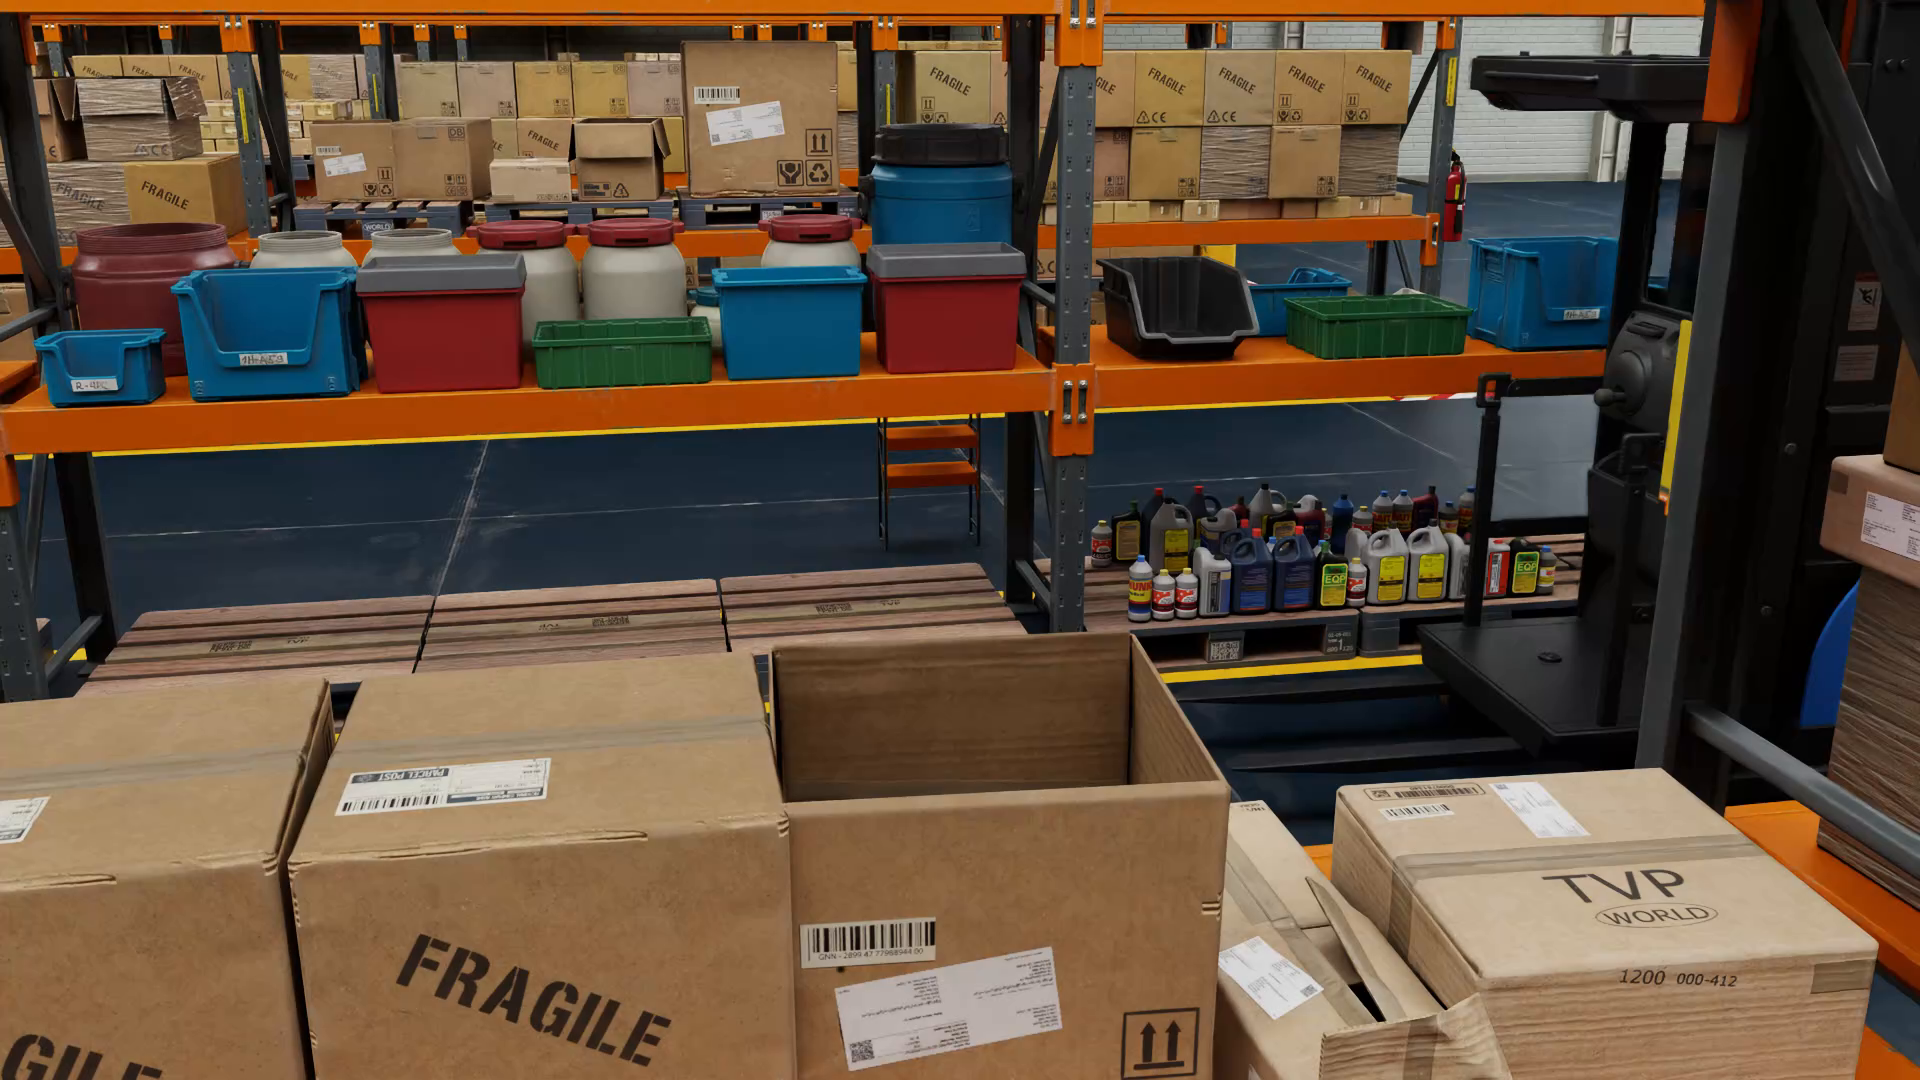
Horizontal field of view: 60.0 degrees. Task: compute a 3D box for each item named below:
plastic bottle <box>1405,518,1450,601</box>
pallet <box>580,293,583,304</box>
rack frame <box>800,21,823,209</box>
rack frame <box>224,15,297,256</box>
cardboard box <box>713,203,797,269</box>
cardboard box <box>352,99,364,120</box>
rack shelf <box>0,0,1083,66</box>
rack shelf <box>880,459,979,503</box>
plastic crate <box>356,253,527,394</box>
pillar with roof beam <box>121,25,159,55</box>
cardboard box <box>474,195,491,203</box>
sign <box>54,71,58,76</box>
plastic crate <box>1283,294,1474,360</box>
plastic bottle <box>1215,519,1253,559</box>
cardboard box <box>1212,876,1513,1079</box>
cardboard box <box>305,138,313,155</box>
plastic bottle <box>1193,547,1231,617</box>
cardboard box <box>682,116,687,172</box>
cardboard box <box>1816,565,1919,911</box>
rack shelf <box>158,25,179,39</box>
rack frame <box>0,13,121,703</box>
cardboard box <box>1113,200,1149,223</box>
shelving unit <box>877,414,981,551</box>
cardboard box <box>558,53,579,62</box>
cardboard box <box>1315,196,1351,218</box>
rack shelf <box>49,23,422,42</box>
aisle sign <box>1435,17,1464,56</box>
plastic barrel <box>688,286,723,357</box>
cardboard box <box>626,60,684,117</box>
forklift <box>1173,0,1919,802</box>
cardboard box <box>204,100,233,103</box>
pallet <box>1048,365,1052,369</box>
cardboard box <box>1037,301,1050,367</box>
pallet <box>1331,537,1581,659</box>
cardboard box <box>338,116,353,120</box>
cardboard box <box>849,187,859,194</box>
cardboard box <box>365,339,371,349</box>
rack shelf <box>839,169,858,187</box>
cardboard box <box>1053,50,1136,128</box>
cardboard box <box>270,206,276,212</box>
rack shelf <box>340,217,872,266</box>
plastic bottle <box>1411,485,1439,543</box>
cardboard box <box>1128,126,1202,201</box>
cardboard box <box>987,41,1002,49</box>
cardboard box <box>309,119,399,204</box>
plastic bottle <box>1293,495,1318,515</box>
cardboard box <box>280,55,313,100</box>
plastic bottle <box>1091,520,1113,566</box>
[{"bbox_3d":[2.015,0.080,7.205,0.185,0.351,0.144,-3,17,-8],"label":"plastic bottle"},{"bbox_3d":[-3.366,-2.403,16.275,1.213,0.211,1.003,-3,17,-10],"label":"pallet"},{"bbox_3d":[-1.423,-3.869,16.301,0.127,3.000,1.000,-3,17,-10],"label":"rack frame"},{"bbox_3d":[-4.509,-2.211,10.902,0.127,3.000,1.000,-3,17,-10],"label":"rack frame"},{"bbox_3d":[-2.015,-2.934,16.373,0.750,0.750,1.050,-3,17,-11],"label":"cardboard box"},{"bbox_3d":[-7.319,-5.105,19.729,0.500,0.250,0.500,-4,17,-12],"label":"cardboard box"},{"bbox_3d":[-1.605,-1.985,6.281,4.000,0.370,1.077,-3,17,-10],"label":"rack shelf"},{"bbox_3d":[-0.163,-0.310,8.684,0.480,0.148,0.258,-3,17,-10],"label":"rack shelf"},{"bbox_3d":[-1.924,-0.816,6.250,0.583,0.464,0.402,-3,17,-10],"label":"plastic crate"},{"bbox_3d":[-11.299,-8.124,19.934,0.400,9.000,9.100,-3,17,-10],"label":"pillar with roof beam"},{"bbox_3d":[-5.832,-4.041,20.621,0.625,0.372,0.950,-4,18,-14],"label":"cardboard box"},{"bbox_3d":[-10.209,-5.137,18.819,0.005,0.325,0.100,-3,17,-10],"label":"sign"},{"bbox_3d":[1.745,-0.899,6.991,0.662,0.188,0.450,-3,17,-10],"label":"plastic crate"},{"bbox_3d":[1.202,0.083,7.195,0.185,0.351,0.144,-3,17,-10],"label":"plastic bottle"},{"bbox_3d":[0.466,0.588,2.017,0.258,0.266,0.396,-4,17,-12],"label":"cardboard box"},{"bbox_3d":[-5.747,-3.567,15.030,0.250,0.149,0.380,-3,17,-10],"label":"cardboard box"},{"bbox_3d":[1.067,0.168,7.045,0.135,0.276,0.152,-3,17,-8],"label":"plastic bottle"},{"bbox_3d":[-2.381,-3.783,15.849,0.500,0.500,0.500,-3,17,-11],"label":"cardboard box"},{"bbox_3d":[1.729,0.348,2.401,0.500,0.500,0.700,-4,17,-12],"label":"cardboard box"},{"bbox_3d":[-13.225,-7.255,23.438,4.000,0.370,1.077,-3,17,-10],"label":"rack shelf"},{"bbox_3d":[-3.569,-0.783,6.253,0.127,3.000,1.000,-3,17,-10],"label":"rack frame"},{"bbox_3d":[1.157,-2.327,11.706,0.250,0.149,0.380,-3,17,-10],"label":"cardboard box"},{"bbox_3d":[-0.163,-0.564,8.606,0.503,1.200,0.258,-3,17,-10],"label":"shelving unit"},{"bbox_3d":[-4.836,-5.941,20.549,0.250,0.149,0.380,-4,18,-13],"label":"cardboard box"},{"bbox_3d":[2.624,-2.419,12.006,0.250,0.149,0.380,-3,17,-10],"label":"cardboard box"},{"bbox_3d":[-8.352,-6.047,19.506,4.000,0.370,1.077,-3,17,-10],"label":"rack shelf"},{"bbox_3d":[3.464,-3.816,11.701,0.004,0.787,0.394,-3,17,-10],"label":"aisle sign"},{"bbox_3d":[-0.970,-0.911,6.903,0.301,0.262,0.301,0,17,0],"label":"plastic barrel"},{"bbox_3d":[-2.910,-4.309,15.858,0.500,0.500,0.700,-3,17,-10],"label":"cardboard box"},{"bbox_3d":[2.341,-0.593,5.750,3.031,2.935,1.130,-3,17,-9],"label":"forklift"},{"bbox_3d":[-6.871,-3.983,15.372,0.250,0.149,0.380,-2,17,-8],"label":"cardboard box"},{"bbox_3d":[1.272,-1.218,12.416,1.213,0.211,1.003,-3,17,-10],"label":"pallet"},{"bbox_3d":[0.380,-1.485,12.079,0.500,0.500,0.500,2,17,7],"label":"cardboard box"},{"bbox_3d":[2.226,0.232,7.695,1.213,0.211,1.003,-3,17,-10],"label":"pallet"},{"bbox_3d":[-5.863,-3.900,15.608,0.250,0.149,0.380,-2,17,-8],"label":"cardboard box"},{"bbox_3d":[-0.792,-3.069,16.600,0.875,0.875,0.875,-3,17,-10],"label":"cardboard box"},{"bbox_3d":[-3.854,-1.270,11.345,0.500,0.500,0.700,-4,18,-13],"label":"cardboard box"},{"bbox_3d":[0.541,-3.637,16.769,4.000,0.370,1.077,-3,17,-10],"label":"rack shelf"},{"bbox_3d":[0.891,-3.110,11.448,0.500,0.500,0.500,-3,17,-10],"label":"cardboard box"},{"bbox_3d":[-6.571,-3.014,15.781,0.500,0.250,0.500,-3,17,-11],"label":"cardboard box"},{"bbox_3d":[-2.545,-1.979,11.370,4.000,0.370,1.077,-3,17,-10],"label":"rack shelf"},{"bbox_3d":[2.221,-0.122,7.978,0.133,0.283,0.061,-3,17,-10],"label":"plastic bottle"},{"bbox_3d":[1.341,-2.722,11.887,0.500,0.500,0.875,-3,17,-10],"label":"cardboard box"},{"bbox_3d":[0.508,-6.064,21.067,0.500,0.500,0.700,-3,17,-10],"label":"cardboard box"},{"bbox_3d":[-3.986,-2.501,10.961,0.500,0.500,0.500,-5,18,-17],"label":"cardboard box"},{"bbox_3d":[1.602,-0.070,7.821,0.135,0.276,0.152,-3,17,-9],"label":"plastic bottle"},{"bbox_3d":[-7.838,-5.433,19.518,0.500,0.500,0.500,-3,17,-10],"label":"cardboard box"},{"bbox_3d":[0.656,0.011,7.683,0.097,0.201,0.097,0,17,0],"label":"plastic bottle"}]
